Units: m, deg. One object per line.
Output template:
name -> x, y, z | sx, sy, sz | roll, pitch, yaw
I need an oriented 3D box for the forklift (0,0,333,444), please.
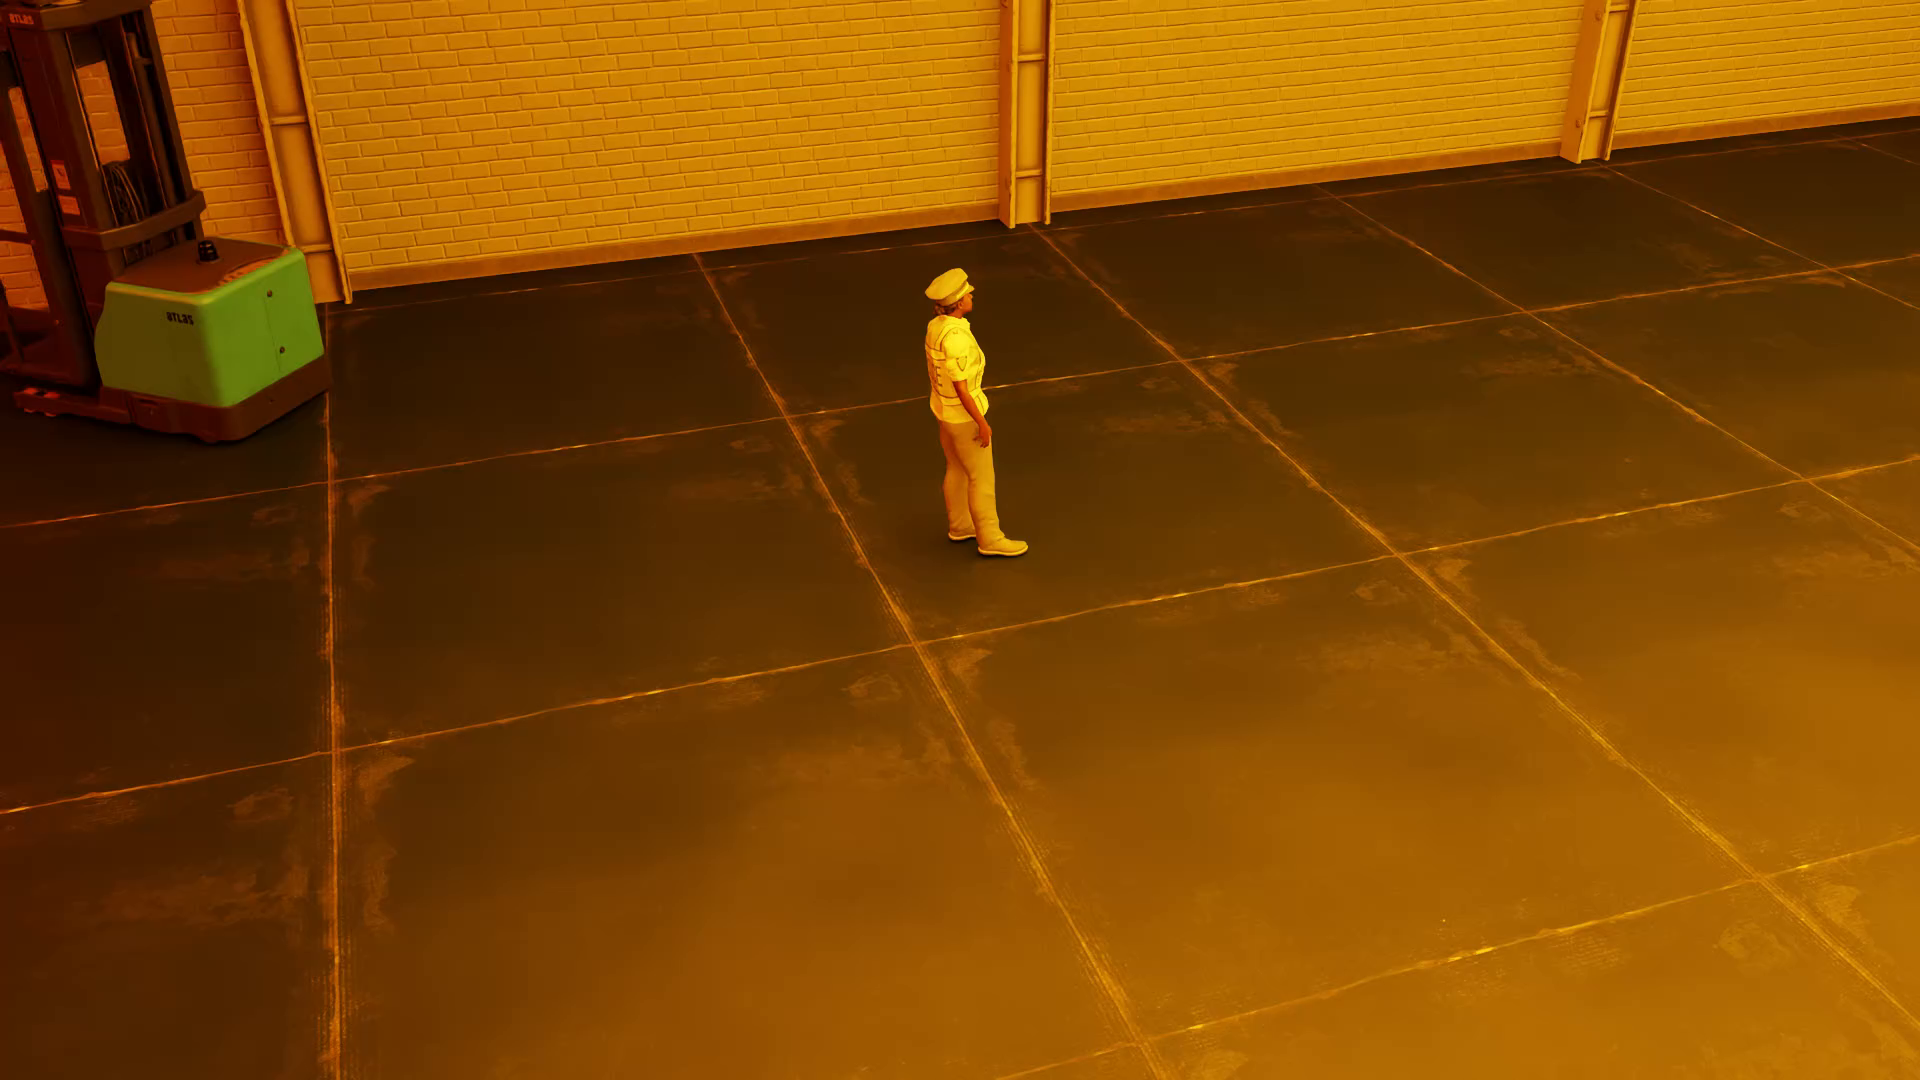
forklift -> -6.023, -2.357, 11.183 | 3.031, 2.935, 1.130 | 10, 32, 18

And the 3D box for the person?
person -> 0.077, -0.742, 9.605 | 0.530, 1.692, 0.569 | -10, 31, -16
